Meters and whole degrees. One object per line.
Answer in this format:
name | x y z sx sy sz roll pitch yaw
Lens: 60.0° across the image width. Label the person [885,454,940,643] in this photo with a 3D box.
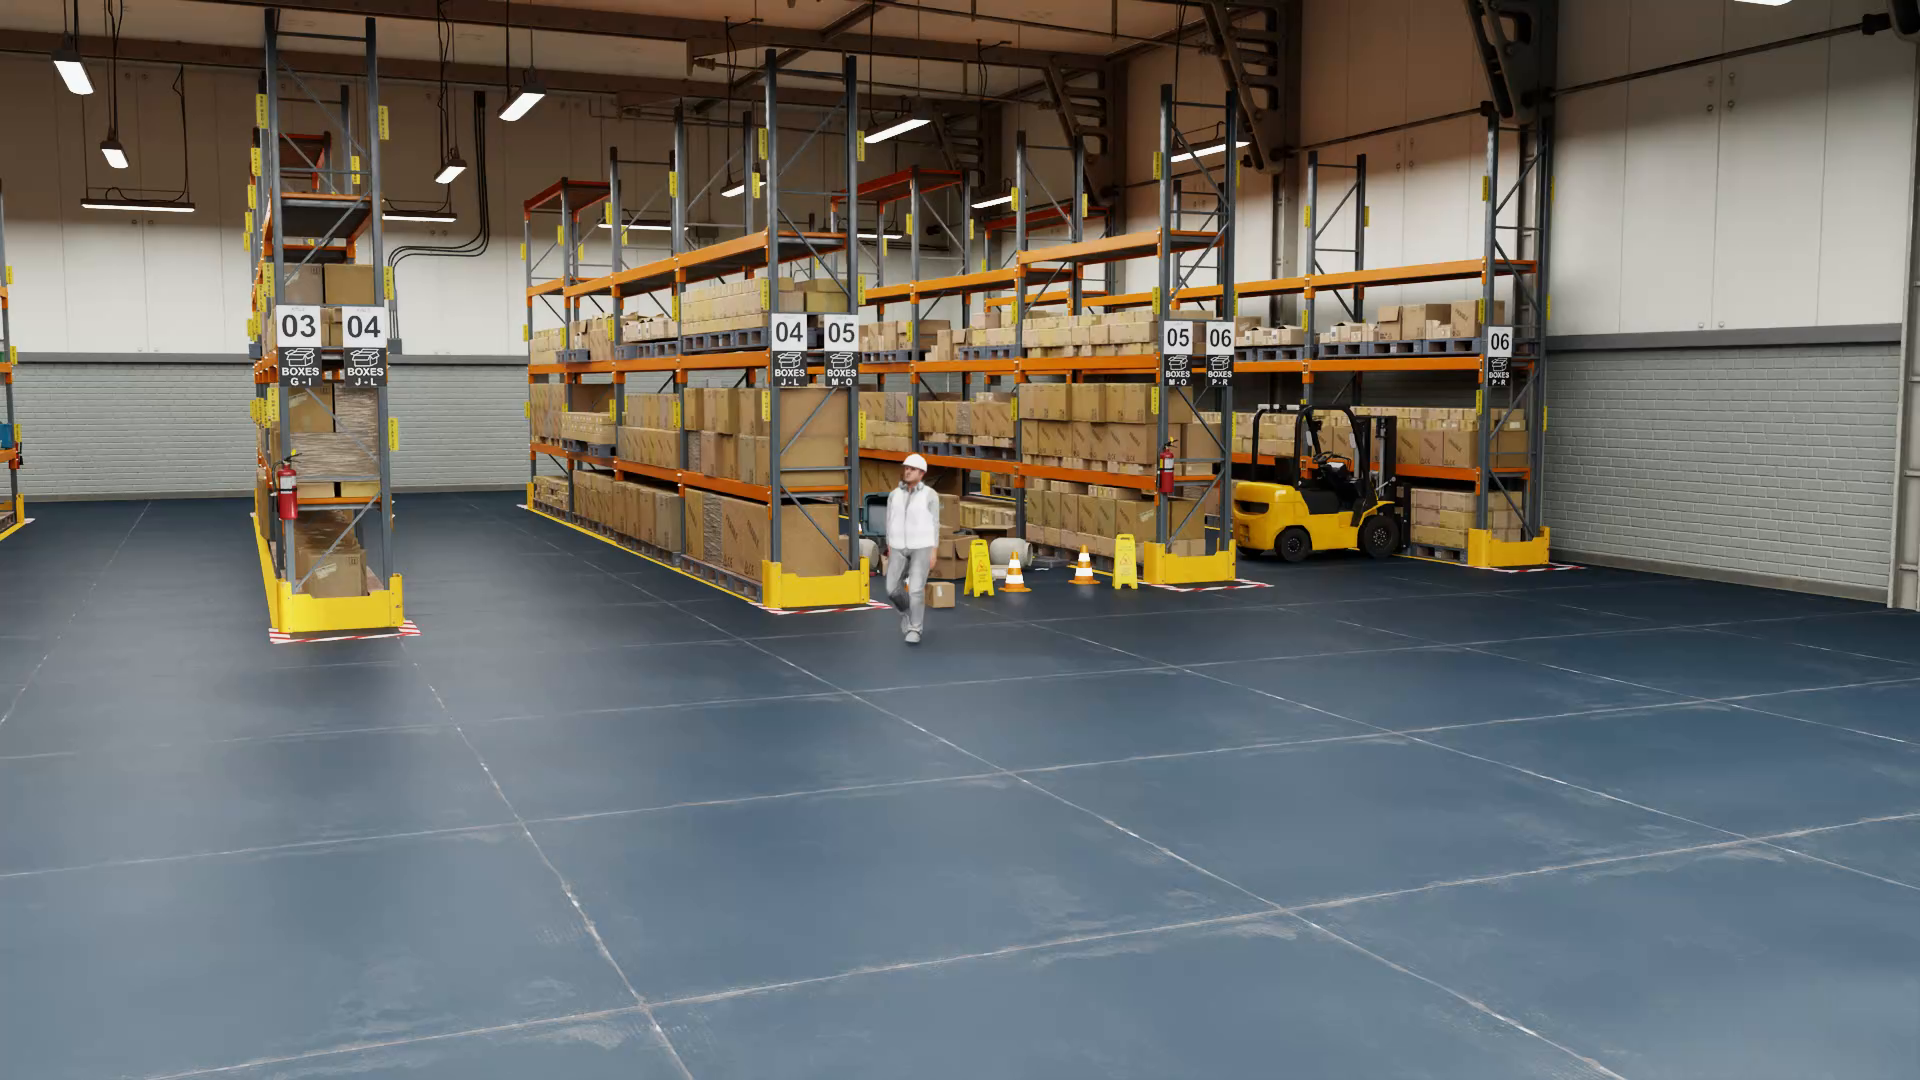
person | -0.451 0.071 15.653 0.538 1.759 0.554 2 6 18
